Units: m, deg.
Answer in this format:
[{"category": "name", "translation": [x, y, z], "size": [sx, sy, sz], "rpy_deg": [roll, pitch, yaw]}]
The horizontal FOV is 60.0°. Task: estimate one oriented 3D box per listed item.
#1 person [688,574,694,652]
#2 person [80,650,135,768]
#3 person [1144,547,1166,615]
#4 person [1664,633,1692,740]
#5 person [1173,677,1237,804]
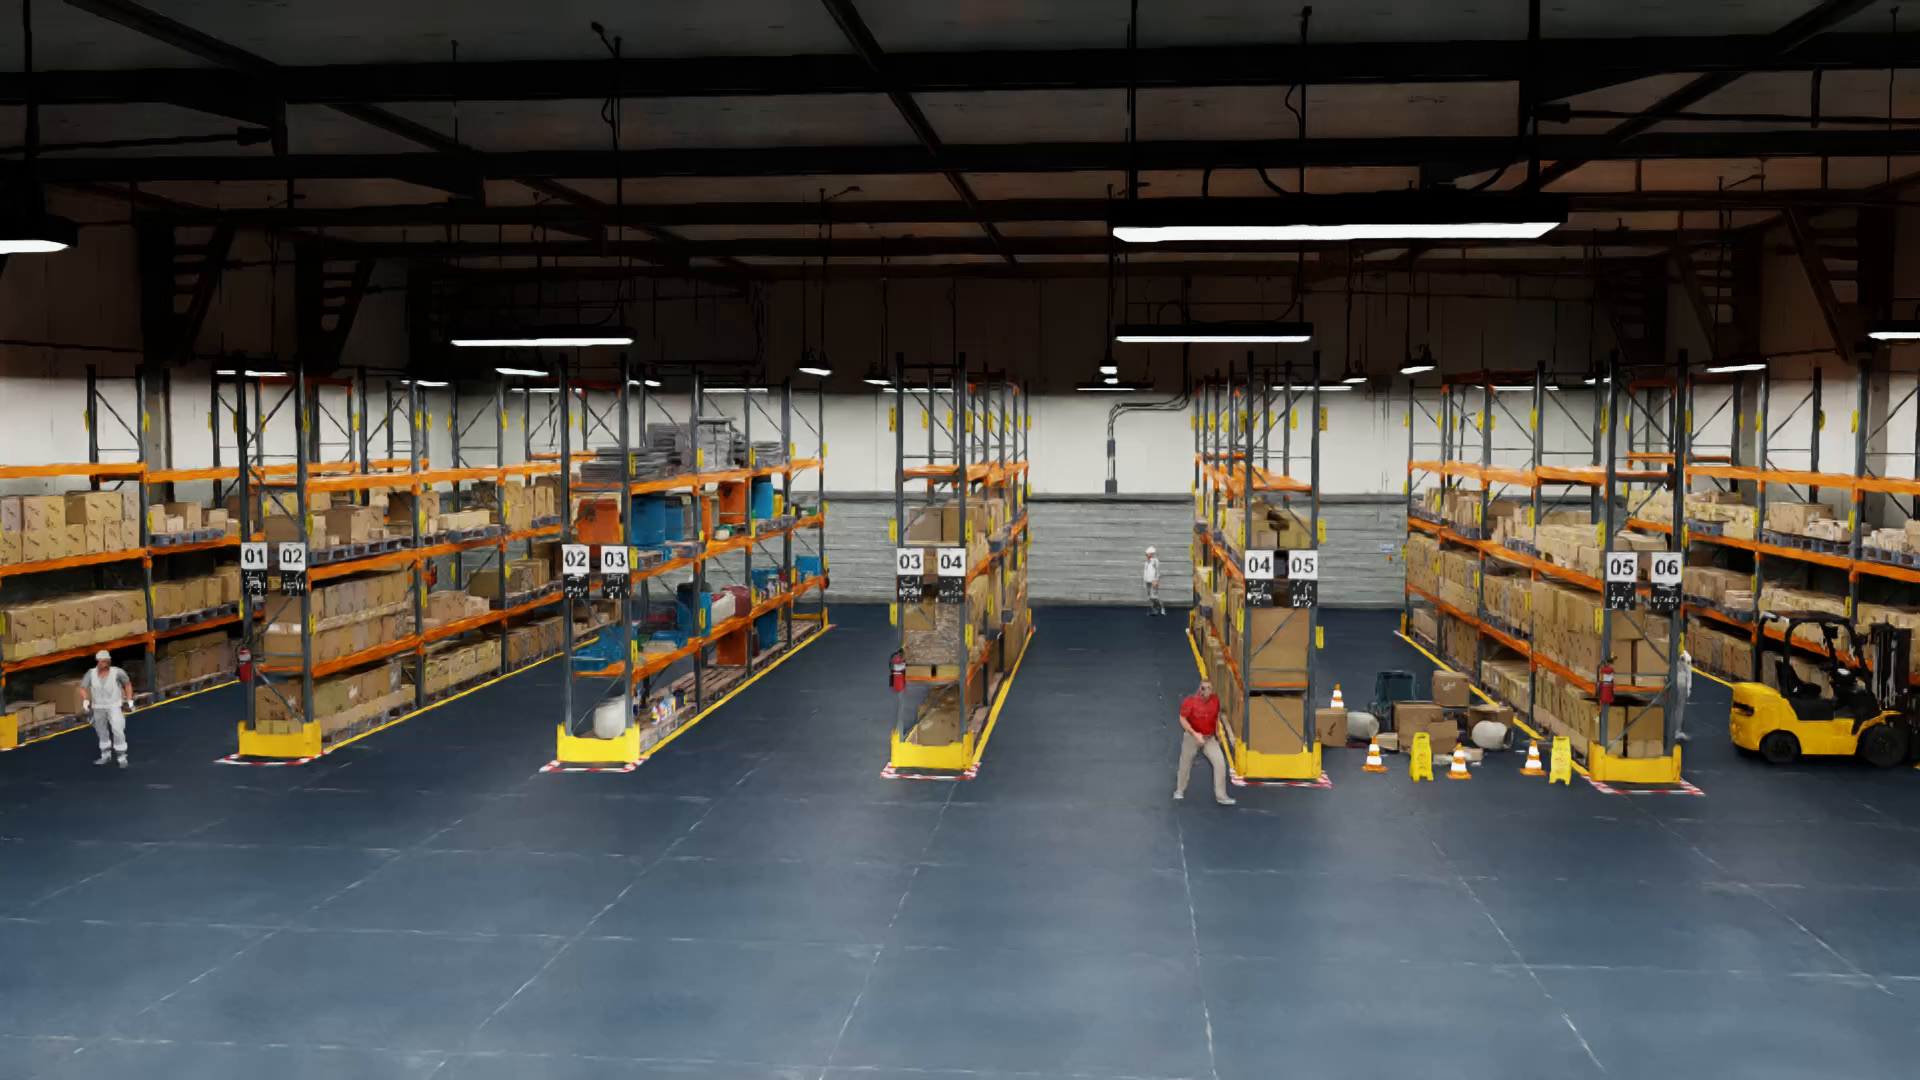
[{"category": "person", "translation": [-5.800, 1.573, 36.235], "size": [0.574, 1.691, 1.121], "rpy_deg": [1, 4, 8]}, {"category": "person", "translation": [-12.317, 2.425, 24.048], "size": [0.688, 1.719, 0.822], "rpy_deg": [-1, 4, -12]}, {"category": "person", "translation": [5.018, 1.064, 42.881], "size": [0.459, 1.762, 0.690], "rpy_deg": [-2, 5, -27]}, {"category": "person", "translation": [11.341, 2.287, 26.251], "size": [0.409, 1.677, 0.532], "rpy_deg": [-2, 5, -26]}, {"category": "person", "translation": [3.184, 2.612, 21.862], "size": [0.706, 1.662, 0.843], "rpy_deg": [-1, 4, -12]}]
